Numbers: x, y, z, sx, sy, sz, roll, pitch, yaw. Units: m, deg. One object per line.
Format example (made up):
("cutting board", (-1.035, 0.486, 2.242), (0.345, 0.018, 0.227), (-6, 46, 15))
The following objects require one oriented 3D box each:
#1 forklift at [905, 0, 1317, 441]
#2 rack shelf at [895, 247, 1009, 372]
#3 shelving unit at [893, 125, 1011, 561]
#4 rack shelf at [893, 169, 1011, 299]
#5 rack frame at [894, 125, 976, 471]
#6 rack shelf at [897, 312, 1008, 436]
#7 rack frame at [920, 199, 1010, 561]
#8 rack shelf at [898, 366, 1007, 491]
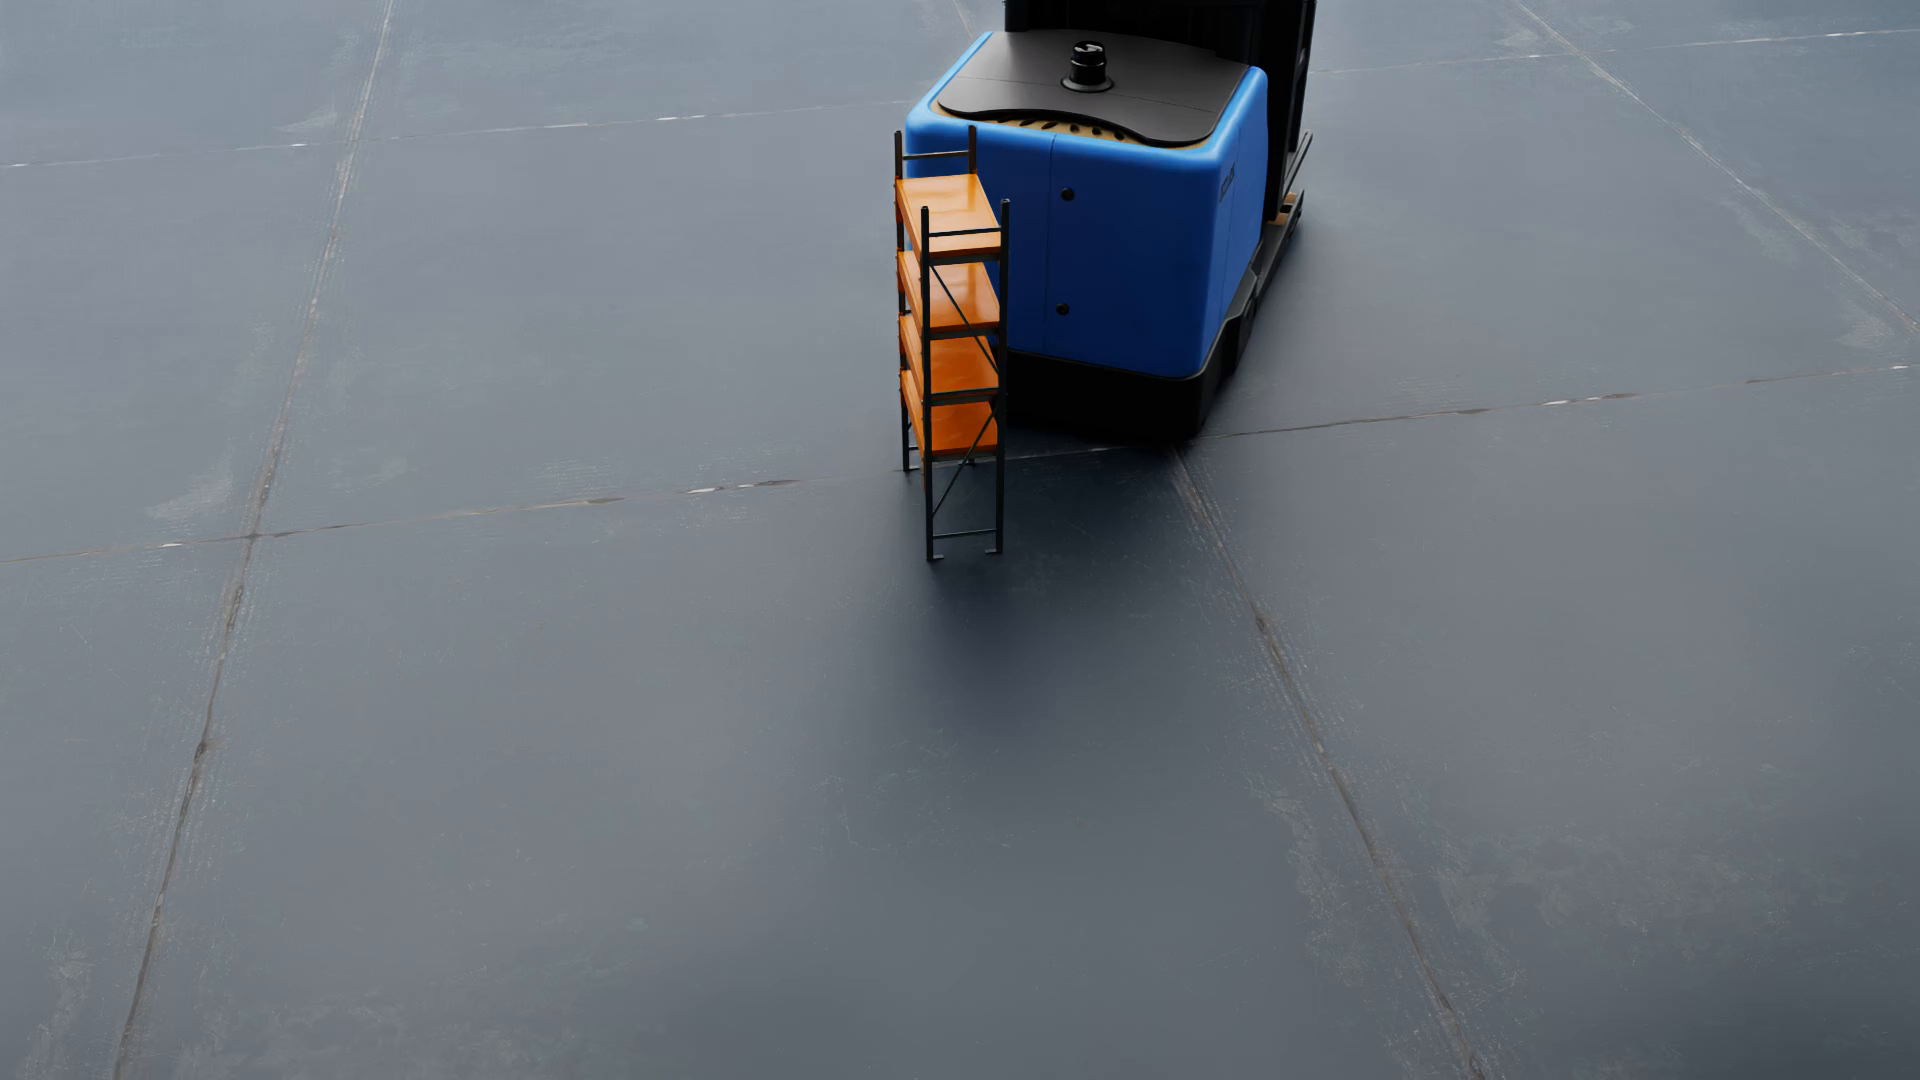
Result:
("forklift", (0.782, -2.395, 5.944), (1.130, 2.935, 3.031), (12, 39, 15))
("rack shelf", (-0.029, -0.697, 4.915), (0.258, 0.148, 0.480), (-6, 38, -8))
("shelving unit", (-0.029, -0.574, 5.011), (0.258, 1.200, 0.503), (-6, 38, -8))
("rack shelf", (-0.029, -0.884, 4.770), (0.258, 0.148, 0.480), (-6, 38, -8))
("rack frame", (-0.072, -0.721, 5.200), (0.240, 1.200, 0.015), (-6, 38, -8))
("rack shelf", (-0.029, -0.521, 5.052), (0.258, 0.148, 0.480), (-6, 38, -8))
("rack frame", (0.014, -0.426, 4.821), (0.240, 1.200, 0.015), (-6, 38, -8))
("rack shelf", (-0.029, -0.364, 5.174), (0.258, 0.148, 0.480), (-6, 38, -8))
